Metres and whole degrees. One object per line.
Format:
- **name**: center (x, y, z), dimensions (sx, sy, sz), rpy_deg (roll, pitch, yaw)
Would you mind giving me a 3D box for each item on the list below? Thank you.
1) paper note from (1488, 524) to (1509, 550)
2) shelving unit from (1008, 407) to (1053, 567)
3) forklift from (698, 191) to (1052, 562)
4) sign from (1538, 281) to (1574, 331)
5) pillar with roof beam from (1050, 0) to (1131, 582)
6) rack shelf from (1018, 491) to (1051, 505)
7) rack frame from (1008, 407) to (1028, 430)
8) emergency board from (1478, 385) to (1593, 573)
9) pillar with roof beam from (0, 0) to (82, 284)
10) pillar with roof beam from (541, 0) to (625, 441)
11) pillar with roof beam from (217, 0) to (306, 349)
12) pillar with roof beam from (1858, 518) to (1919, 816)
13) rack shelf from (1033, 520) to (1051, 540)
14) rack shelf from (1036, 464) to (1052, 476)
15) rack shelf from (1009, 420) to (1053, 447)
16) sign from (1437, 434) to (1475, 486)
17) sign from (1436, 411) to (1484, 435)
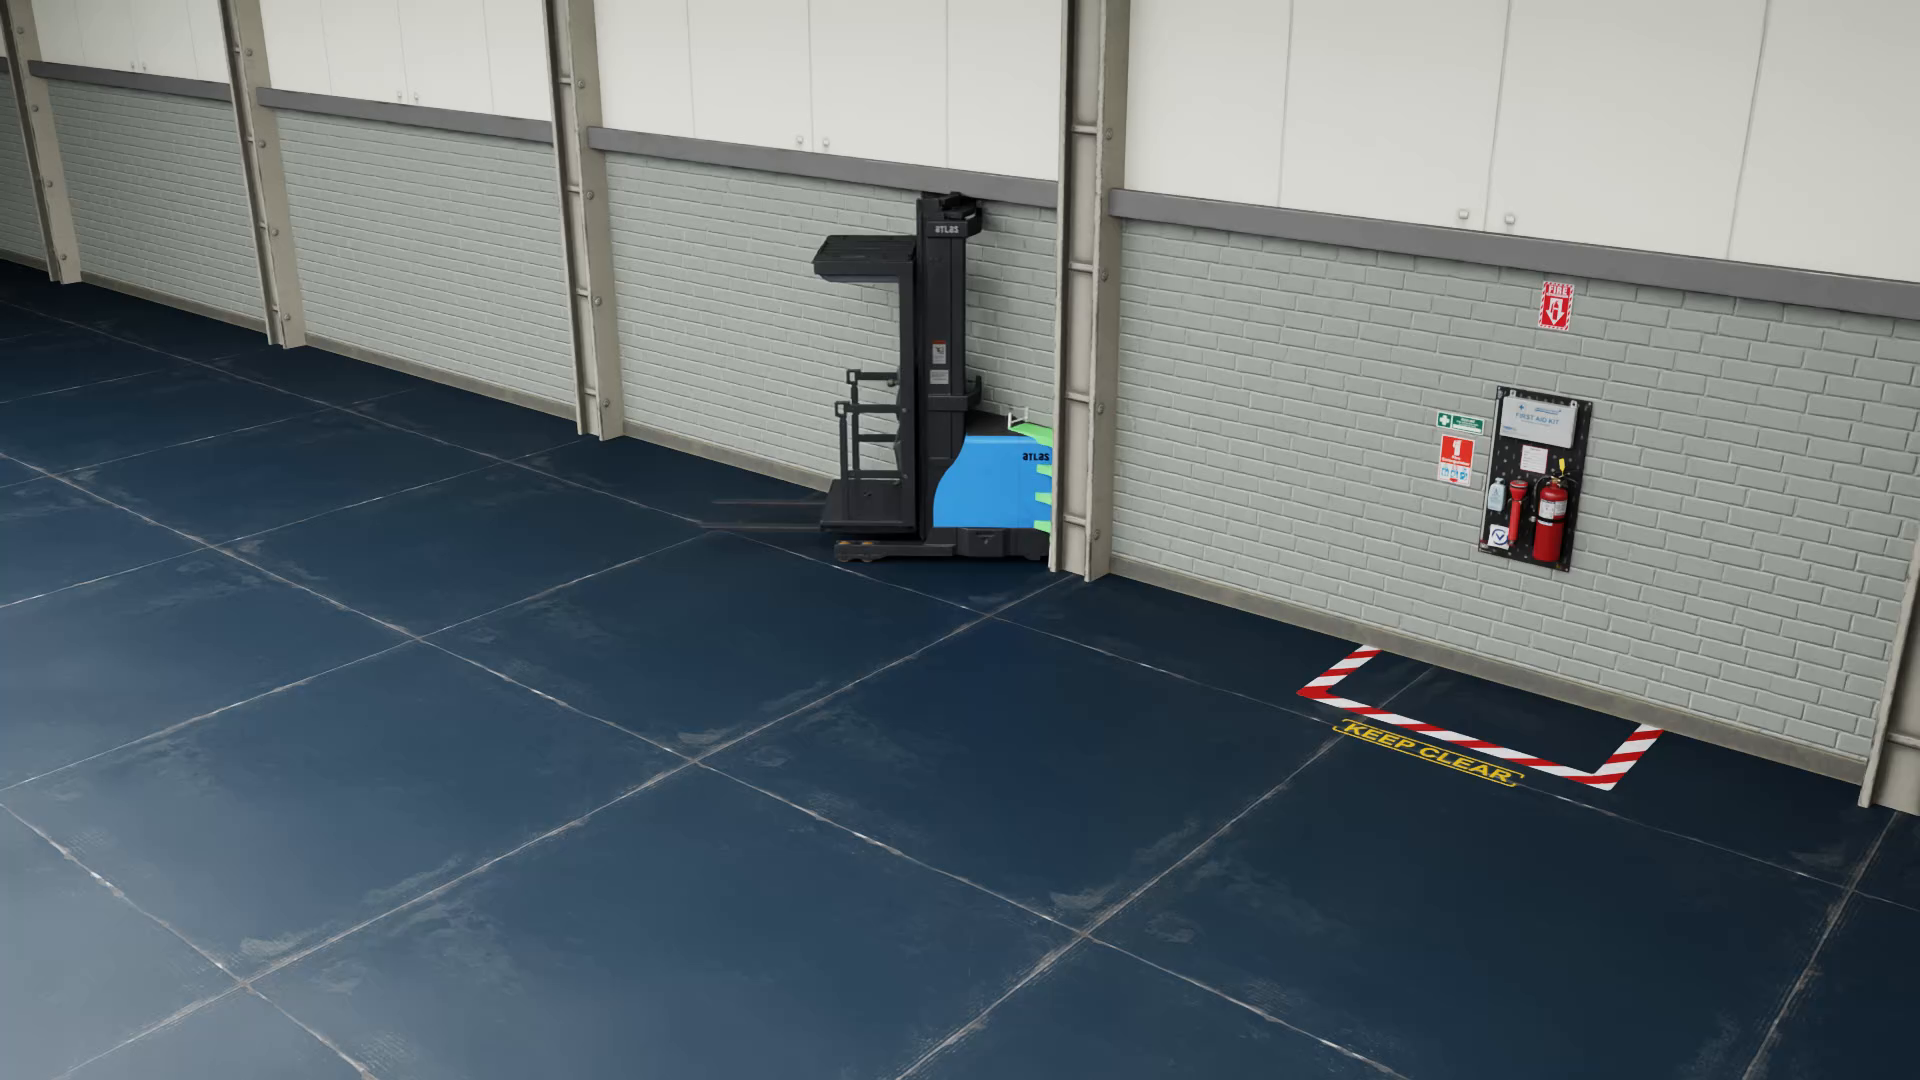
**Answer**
- **paper note**: center (3.642, -0.021, 11.222), dimensions (0.142, 0.148, 0.016), rpy_deg (16, 26, 36)
- **shelving unit**: center (0.640, -0.430, 13.559), dimensions (0.503, 1.200, 0.258), rpy_deg (18, 26, 35)
- **forklift**: center (-0.655, -1.374, 13.657), dimensions (3.031, 2.935, 1.130), rpy_deg (1, 21, 2)
- **sign**: center (3.792, -1.489, 10.580), dimensions (0.199, 0.298, 0.001), rpy_deg (16, 26, 36)
- **pillar with roof beam**: center (-1.745, -2.782, 8.793), dimensions (0.400, 9.000, 9.100), rpy_deg (16, 26, 36)
- **rack shelf**: center (0.638, -0.371, 13.582), dimensions (0.480, 0.148, 0.258), rpy_deg (18, 26, 35)
- **rack frame**: center (0.450, -0.493, 13.699), dimensions (0.015, 1.200, 0.240), rpy_deg (18, 26, 35)
- **emergency board**: center (3.735, -0.375, 10.912), dimensions (0.643, 1.169, 0.194), rpy_deg (16, 26, 36)
- **pillar with roof beam**: center (-15.690, -6.798, 19.442), dimensions (0.400, 9.000, 9.100), rpy_deg (16, 26, 36)
- **pillar with roof beam**: center (-6.393, -4.121, 12.343), dimensions (0.400, 9.000, 9.100), rpy_deg (16, 26, 36)
- **pillar with roof beam**: center (-11.042, -5.460, 15.893), dimensions (0.400, 9.000, 9.100), rpy_deg (16, 26, 36)
- **pillar with roof beam**: center (2.903, -1.444, 5.243), dimensions (0.400, 9.000, 9.100), rpy_deg (16, 26, 36)
- **rack shelf**: center (0.628, -0.147, 13.669), dimensions (0.480, 0.148, 0.258), rpy_deg (18, 26, 35)
- **rack shelf**: center (0.647, -0.594, 13.495), dimensions (0.480, 0.148, 0.258), rpy_deg (18, 26, 35)
- **rack shelf**: center (0.656, -0.818, 13.408), dimensions (0.480, 0.148, 0.258), rpy_deg (18, 26, 35)
- **sign**: center (3.372, -0.544, 11.308), dimensions (0.234, 0.329, 0.001), rpy_deg (16, 26, 36)
- **sign**: center (3.370, -0.788, 11.205), dimensions (0.331, 0.109, 0.001), rpy_deg (16, 26, 36)
